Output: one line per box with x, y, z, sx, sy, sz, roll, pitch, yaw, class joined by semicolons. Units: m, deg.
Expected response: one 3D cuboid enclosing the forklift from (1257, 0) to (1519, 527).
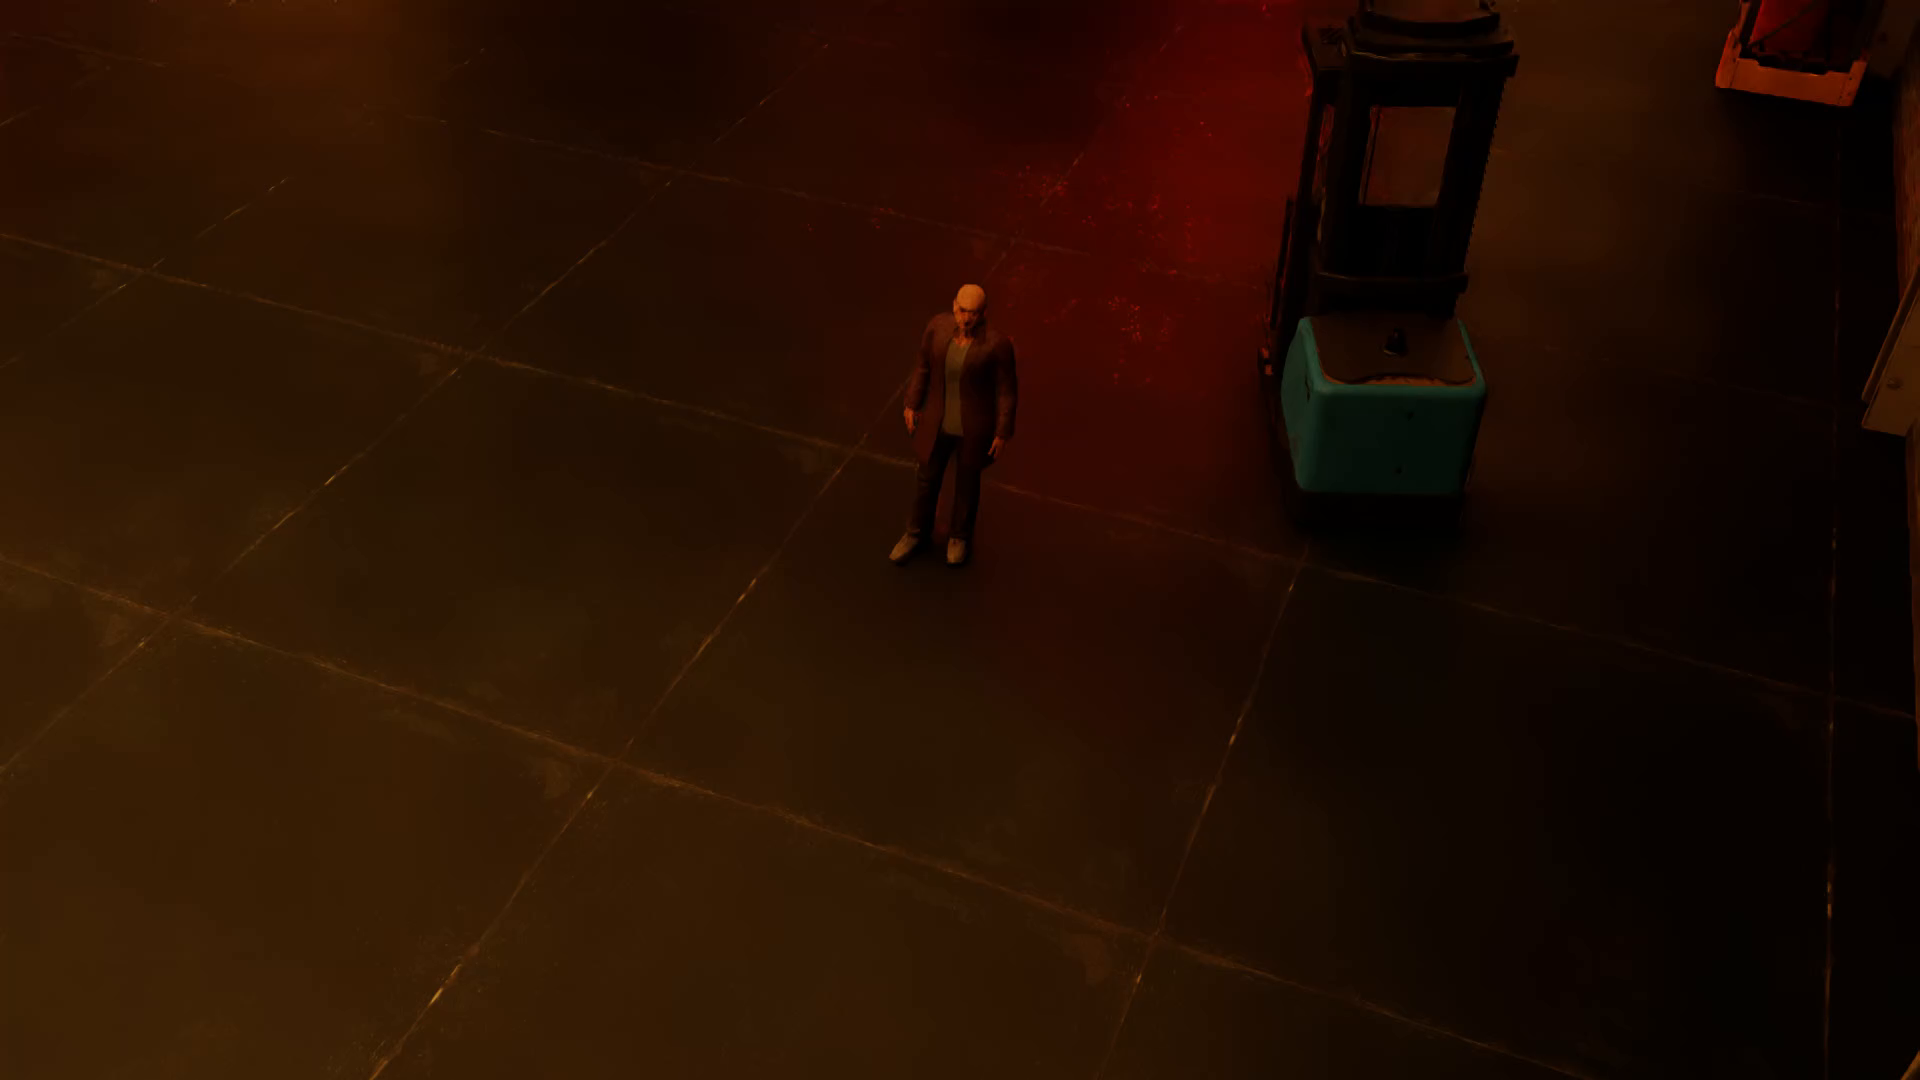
2.641;-2.132;10.553;1.130;2.935;3.031;2;40;2;forklift

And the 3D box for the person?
-0.039;-0.634;9.651;0.694;1.776;0.580;15;42;17;person
